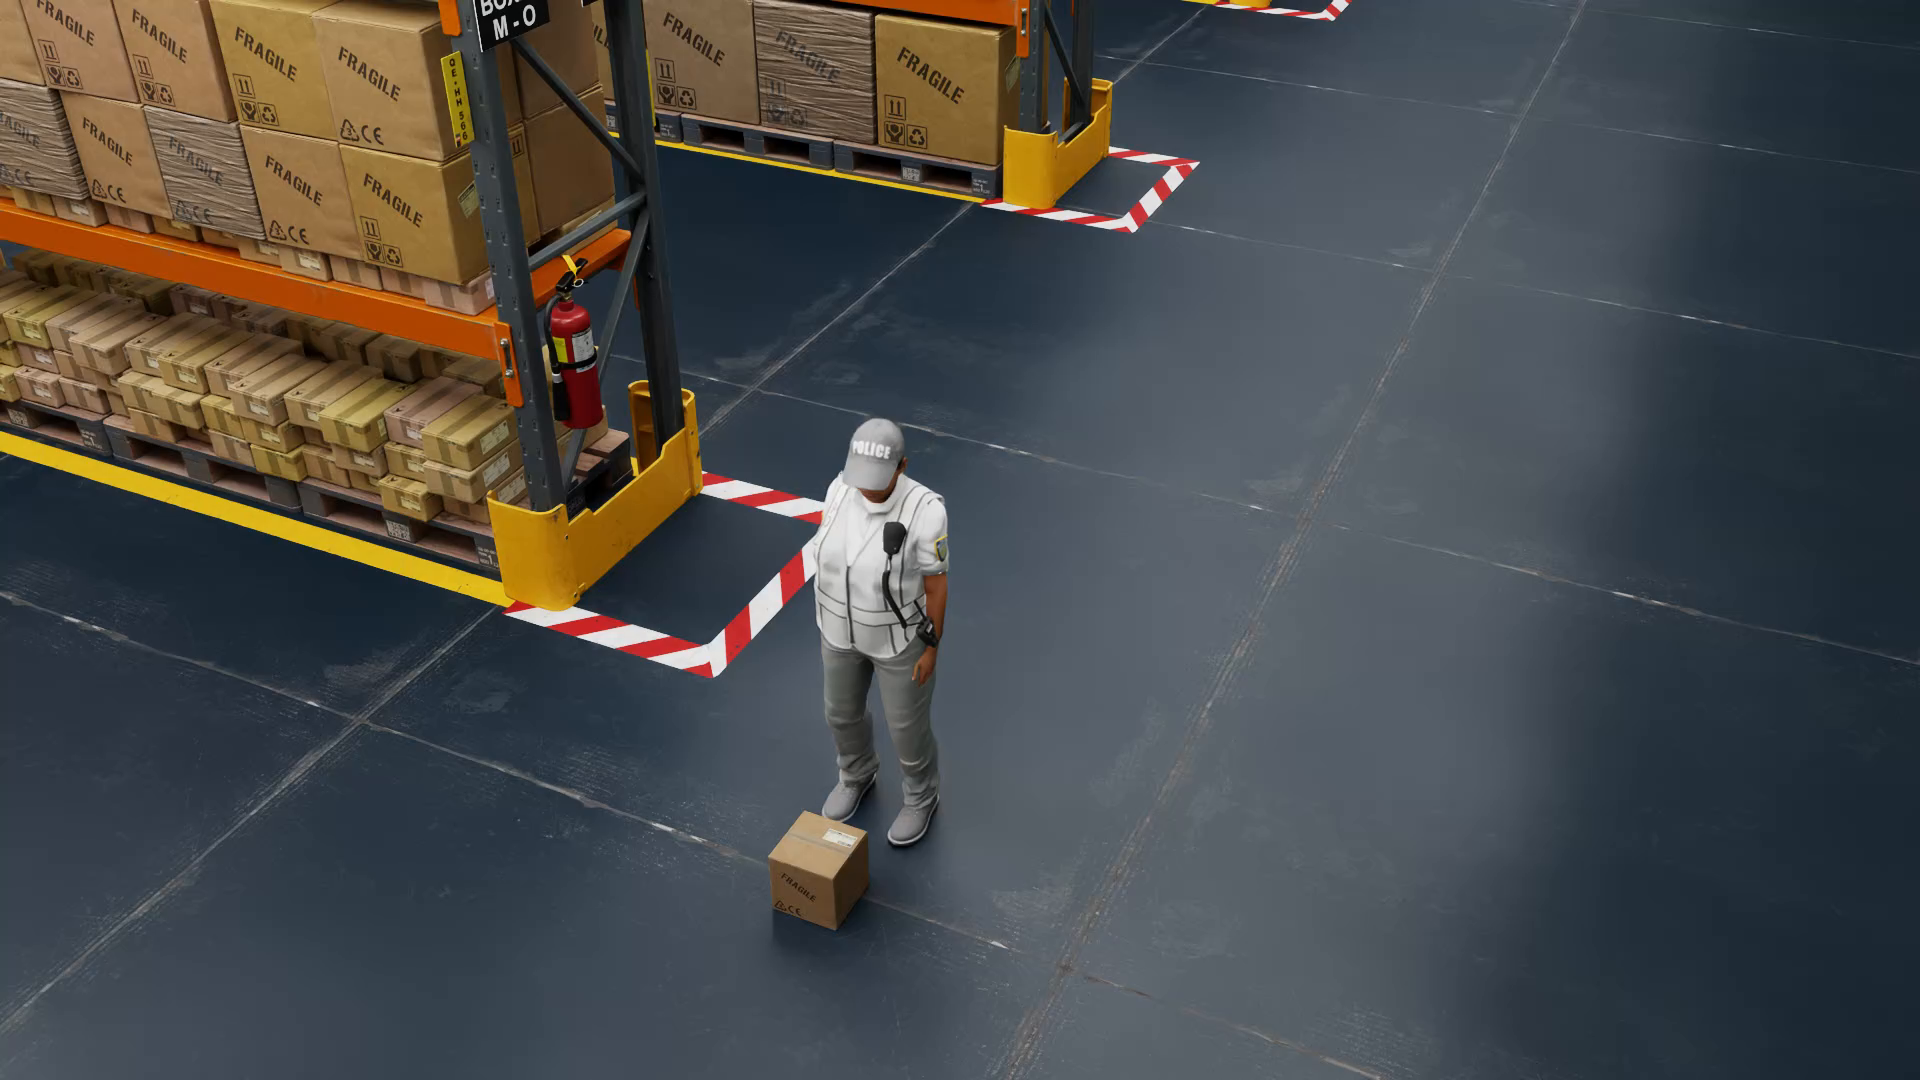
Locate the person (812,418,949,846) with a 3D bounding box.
[{"bbox_3d":[-0.265,0.322,5.673,0.469,1.664,0.390,15,37,21],"label":"person"}]
